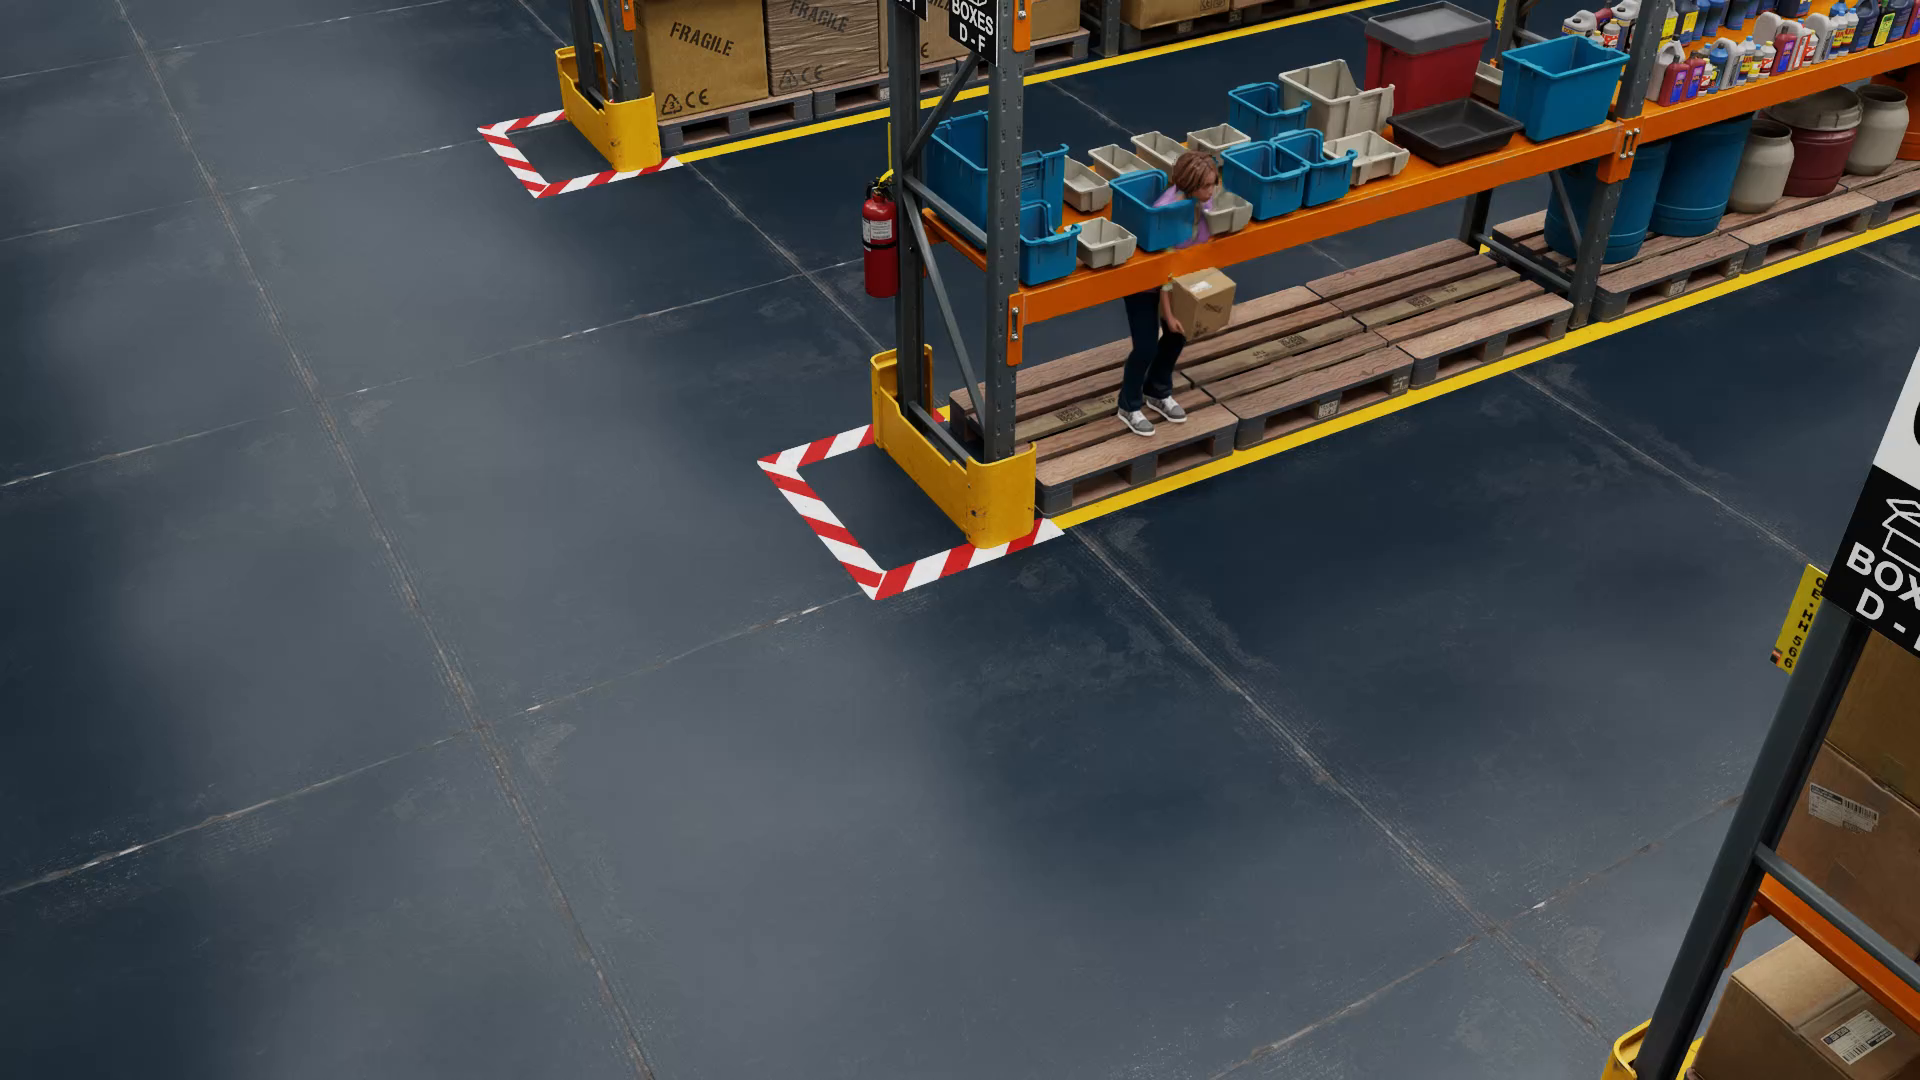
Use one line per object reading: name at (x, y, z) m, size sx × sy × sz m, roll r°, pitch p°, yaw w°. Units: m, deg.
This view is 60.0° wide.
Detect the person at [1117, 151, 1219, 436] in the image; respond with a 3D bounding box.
person at (1.039, -1.225, 8.236) m, size 0.372 × 1.555 × 0.524 m, roll -24°, pitch 44°, yaw -28°
